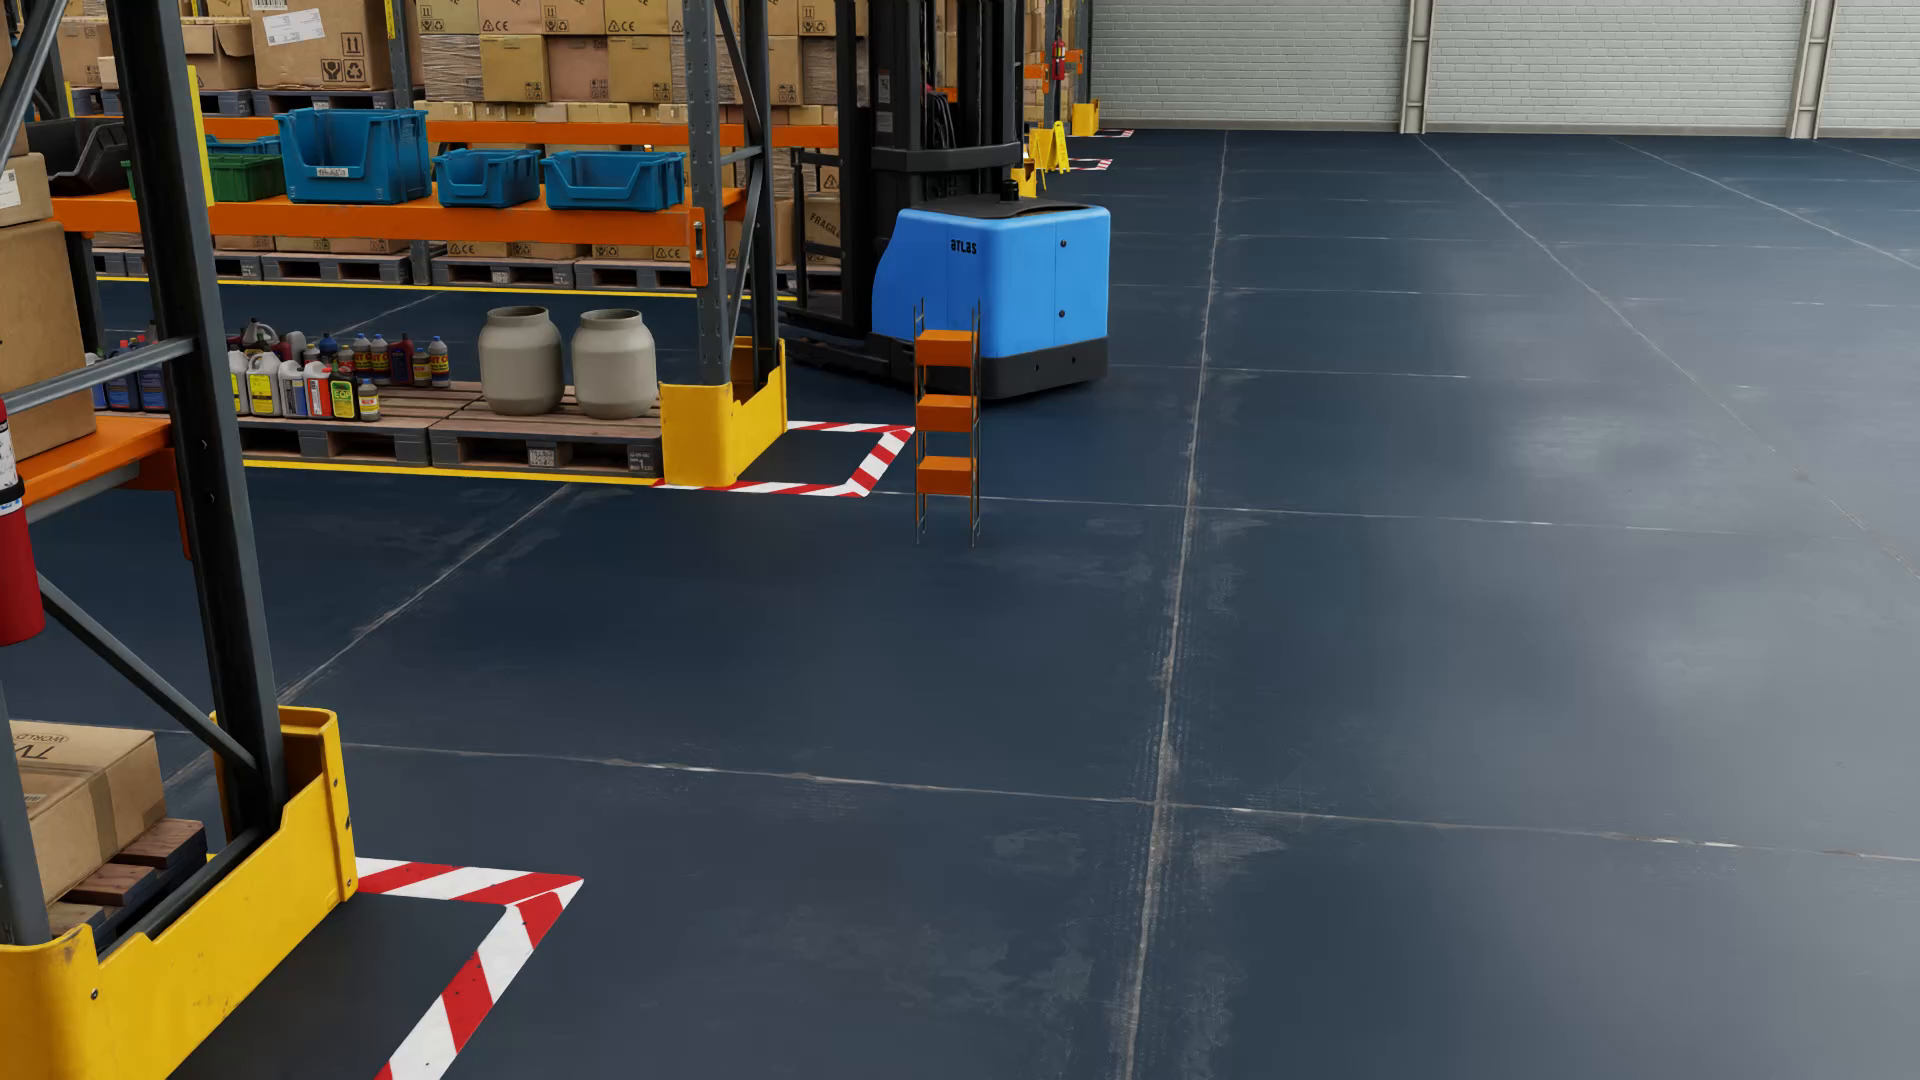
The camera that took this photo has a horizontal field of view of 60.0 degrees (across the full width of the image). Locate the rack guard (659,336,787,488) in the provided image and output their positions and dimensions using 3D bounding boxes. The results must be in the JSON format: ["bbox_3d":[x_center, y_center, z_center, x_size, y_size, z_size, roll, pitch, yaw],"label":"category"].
[{"bbox_3d":[-1.197,-0.680,8.549,0.348,0.500,1.175,3,19,9],"label":"rack guard"}]

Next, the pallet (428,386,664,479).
[{"bbox_3d":[-1.998,-0.586,8.722,1.213,0.211,1.003,3,19,9],"label":"pallet"}]

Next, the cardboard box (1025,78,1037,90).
[{"bbox_3d":[1.018,-7.407,26.809,0.500,0.250,0.500,3,19,10],"label":"cardboard box"}]

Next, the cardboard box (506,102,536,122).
[{"bbox_3d":[-3.369,-3.375,13.060,0.250,0.149,0.380,3,19,9],"label":"cardboard box"}]

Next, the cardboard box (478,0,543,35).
[{"bbox_3d":[-3.380,-4.165,12.823,0.500,0.500,0.500,3,19,9],"label":"cardboard box"}]

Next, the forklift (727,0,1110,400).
[{"bbox_3d":[-0.460,-2.573,10.373,1.130,2.935,3.031,-16,24,-39],"label":"forklift"}]

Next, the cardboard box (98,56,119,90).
[{"bbox_3d":[-6.609,-3.803,13.515,0.500,0.250,0.500,2,19,7],"label":"cardboard box"}]

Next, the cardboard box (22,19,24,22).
[{"bbox_3d":[-10.199,-5.740,18.528,0.250,0.149,0.380,3,19,8],"label":"cardboard box"}]

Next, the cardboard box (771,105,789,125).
[{"bbox_3d":[-1.389,-3.286,12.791,0.250,0.149,0.380,3,19,9],"label":"cardboard box"}]

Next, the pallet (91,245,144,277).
[{"bbox_3d":[-7.456,-2.469,14.349,1.213,0.211,1.003,3,19,9],"label":"pallet"}]

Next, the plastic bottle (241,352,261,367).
[{"bbox_3d":[-3.728,-0.841,8.689,0.135,0.276,0.152,3,19,9],"label":"plastic bottle"}]

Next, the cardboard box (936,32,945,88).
[{"bbox_3d":[-0.362,-5.074,17.503,0.550,0.550,0.875,3,19,9],"label":"cardboard box"}]

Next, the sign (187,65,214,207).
[{"bbox_3d":[-1.810,-0.947,3.916,0.005,0.325,0.100,3,19,9],"label":"sign"}]

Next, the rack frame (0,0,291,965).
[{"bbox_3d":[-1.904,-0.325,3.547,0.127,3.000,1.000,3,19,9],"label":"rack frame"}]

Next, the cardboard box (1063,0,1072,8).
[{"bbox_3d":[1.640,-8.536,26.440,0.250,0.149,0.380,3,19,9],"label":"cardboard box"}]

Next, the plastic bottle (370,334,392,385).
[{"bbox_3d":[-3.193,-0.998,9.164,0.097,0.271,0.097,0,18,0],"label":"plastic bottle"}]

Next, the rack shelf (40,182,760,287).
[{"bbox_3d":[-3.089,-1.636,8.600,4.000,0.370,1.077,3,19,9],"label":"rack shelf"}]

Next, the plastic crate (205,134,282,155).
[{"bbox_3d":[-3.928,-2.037,8.898,0.616,0.251,0.499,3,19,9],"label":"plastic crate"}]

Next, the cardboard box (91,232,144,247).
[{"bbox_3d":[-7.013,-2.803,14.199,0.500,0.500,0.700,1,19,4],"label":"cardboard box"}]

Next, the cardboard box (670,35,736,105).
[{"bbox_3d":[-1.867,-3.679,12.946,0.500,0.500,0.875,3,19,9],"label":"cardboard box"}]

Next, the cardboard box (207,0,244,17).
[{"bbox_3d":[-10.216,-7.546,23.396,0.500,0.500,0.500,3,19,9],"label":"cardboard box"}]

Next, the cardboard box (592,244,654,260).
[{"bbox_3d":[-2.697,-2.578,13.558,0.500,0.500,0.500,1,19,4],"label":"cardboard box"}]

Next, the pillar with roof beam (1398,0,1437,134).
[{"bbox_3d":[6.723,-9.600,21.813,0.400,9.000,9.100,3,19,9],"label":"pillar with roof beam"}]

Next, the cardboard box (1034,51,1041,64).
[{"bbox_3d":[0.941,-6.496,22.386,0.250,0.149,0.380,3,19,9],"label":"cardboard box"}]

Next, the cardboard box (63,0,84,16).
[{"bbox_3d":[-12.612,-7.674,23.779,0.500,0.500,0.500,3,19,9],"label":"cardboard box"}]

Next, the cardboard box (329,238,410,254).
[{"bbox_3d":[-4.881,-2.691,13.863,0.500,0.500,0.700,1,19,4],"label":"cardboard box"}]

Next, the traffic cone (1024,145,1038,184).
[{"bbox_3d":[0.774,-4.583,20.270,0.334,0.463,0.336,3,19,9],"label":"traffic cone"}]

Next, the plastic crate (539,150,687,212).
[{"bbox_3d":[-1.656,-1.738,8.004,0.616,0.251,0.499,3,19,9],"label":"plastic crate"}]

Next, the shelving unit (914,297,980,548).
[{"bbox_3d":[-0.053,-0.501,7.145,0.252,1.050,0.215,3,19,9],"label":"shelving unit"}]

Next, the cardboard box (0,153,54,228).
[{"bbox_3d":[-2.257,-0.767,3.689,0.250,0.149,0.380,3,19,8],"label":"cardboard box"}]

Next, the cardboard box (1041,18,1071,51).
[{"bbox_3d":[1.499,-8.078,26.562,0.500,0.500,0.500,3,19,7],"label":"cardboard box"}]

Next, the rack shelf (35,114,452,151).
[{"bbox_3d":[-6.253,-3.389,13.839,4.000,0.370,1.077,3,19,9],"label":"rack shelf"}]

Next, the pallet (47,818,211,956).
[{"bbox_3d":[-2.665,0.972,4.066,1.213,0.211,1.003,3,19,9],"label":"pallet"}]

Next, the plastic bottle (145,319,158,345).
[{"bbox_3d":[-4.405,-1.043,9.175,0.185,0.351,0.144,3,19,9],"label":"plastic bottle"}]

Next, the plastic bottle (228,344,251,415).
[{"bbox_3d":[-3.726,-0.829,8.535,0.185,0.351,0.144,3,19,8],"label":"plastic bottle"}]

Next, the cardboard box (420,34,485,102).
[{"bbox_3d":[-3.844,-3.776,13.235,0.500,0.500,0.875,3,19,9],"label":"cardboard box"}]

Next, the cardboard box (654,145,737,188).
[{"bbox_3d":[-2.782,-4.317,18.163,0.875,0.875,0.875,3,19,9],"label":"cardboard box"}]

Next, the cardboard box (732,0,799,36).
[{"bbox_3d":[-1.406,-4.065,12.522,0.500,0.500,0.500,3,19,9],"label":"cardboard box"}]

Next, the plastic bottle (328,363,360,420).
[{"bbox_3d":[-3.115,-0.752,8.412,0.133,0.283,0.061,3,19,10],"label":"plastic bottle"}]

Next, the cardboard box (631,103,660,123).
[{"bbox_3d":[-2.376,-3.336,12.942,0.250,0.149,0.380,3,19,9],"label":"cardboard box"}]

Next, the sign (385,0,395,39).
[{"bbox_3d":[-4.363,-4.005,12.720,0.005,0.325,0.100,3,19,9],"label":"sign"}]

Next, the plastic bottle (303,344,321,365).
[{"bbox_3d":[-3.593,-0.985,9.236,0.097,0.201,0.097,0,18,0],"label":"plastic bottle"}]

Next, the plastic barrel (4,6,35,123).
[{"bbox_3d":[-5.397,-2.430,9.049,0.708,0.901,0.600,3,19,9],"label":"plastic barrel"}]

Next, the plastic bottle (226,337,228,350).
[{"bbox_3d":[-4.193,-1.079,9.281,0.185,0.351,0.144,2,19,6],"label":"plastic bottle"}]

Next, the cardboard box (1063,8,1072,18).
[{"bbox_3d":[1.640,-8.373,26.420,0.250,0.149,0.380,3,19,9],"label":"cardboard box"}]

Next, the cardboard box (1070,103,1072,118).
[{"bbox_3d":[1.573,-7.070,27.376,0.500,0.250,0.500,3,19,9],"label":"cardboard box"}]

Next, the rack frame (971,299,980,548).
[{"bbox_3d":[0.068,-0.494,7.126,0.008,1.050,0.200,3,19,9],"label":"rack frame"}]

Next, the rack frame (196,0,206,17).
[{"bbox_3d":[-10.605,-7.137,23.906,0.127,3.000,1.000,3,19,9],"label":"rack frame"}]

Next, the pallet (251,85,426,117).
[{"bbox_3d":[-5.010,-3.623,13.706,1.213,0.211,1.003,3,19,9],"label":"pallet"}]

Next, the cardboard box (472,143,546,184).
[{"bbox_3d":[-4.971,-4.364,18.501,0.750,0.750,1.050,3,19,9],"label":"cardboard box"}]
